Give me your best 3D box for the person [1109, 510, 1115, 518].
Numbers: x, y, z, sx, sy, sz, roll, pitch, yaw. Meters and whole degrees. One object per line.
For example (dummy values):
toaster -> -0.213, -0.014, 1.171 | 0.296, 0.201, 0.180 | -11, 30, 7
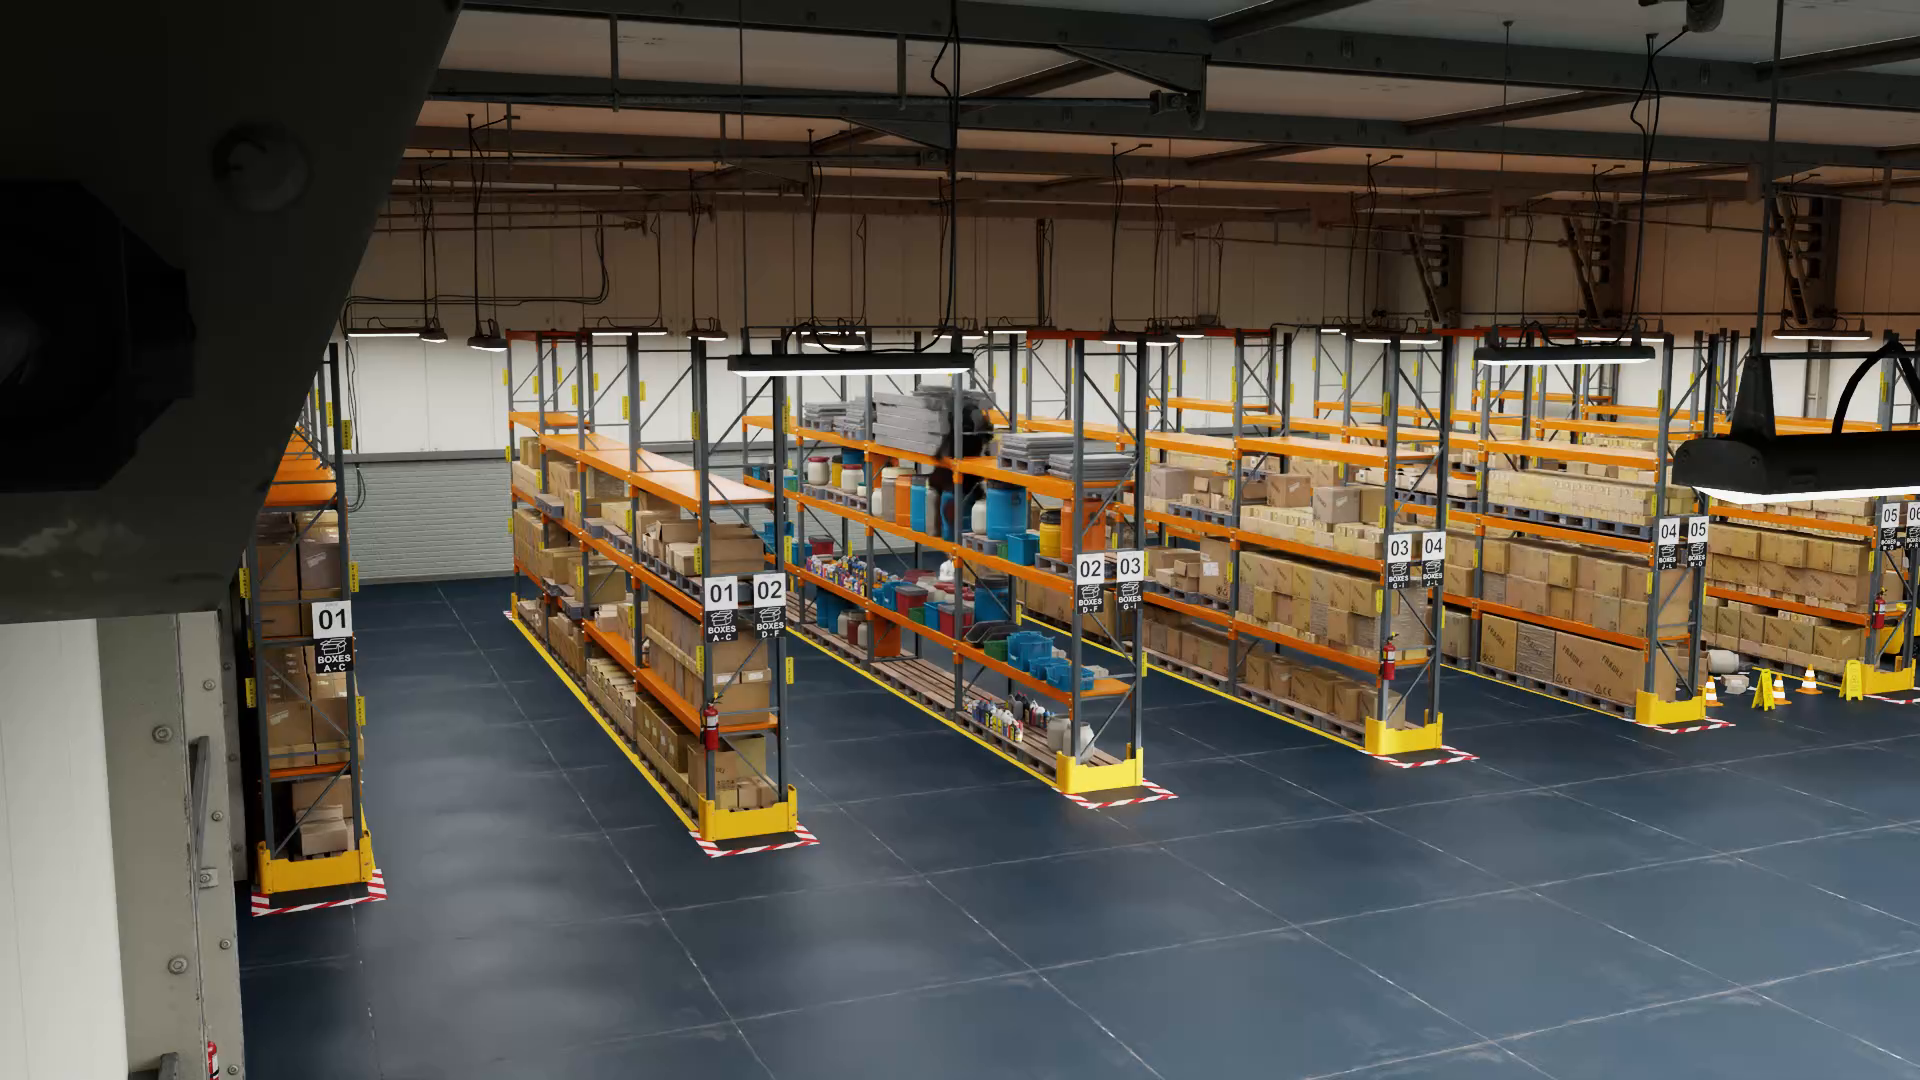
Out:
person -> 3.582, 0.168, 38.984 | 0.727, 1.792, 0.821 | -2, 8, -14

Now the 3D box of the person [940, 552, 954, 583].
person -> -0.194, 1.000, 33.093 | 0.557, 1.737, 0.816 | -5, 9, -31
